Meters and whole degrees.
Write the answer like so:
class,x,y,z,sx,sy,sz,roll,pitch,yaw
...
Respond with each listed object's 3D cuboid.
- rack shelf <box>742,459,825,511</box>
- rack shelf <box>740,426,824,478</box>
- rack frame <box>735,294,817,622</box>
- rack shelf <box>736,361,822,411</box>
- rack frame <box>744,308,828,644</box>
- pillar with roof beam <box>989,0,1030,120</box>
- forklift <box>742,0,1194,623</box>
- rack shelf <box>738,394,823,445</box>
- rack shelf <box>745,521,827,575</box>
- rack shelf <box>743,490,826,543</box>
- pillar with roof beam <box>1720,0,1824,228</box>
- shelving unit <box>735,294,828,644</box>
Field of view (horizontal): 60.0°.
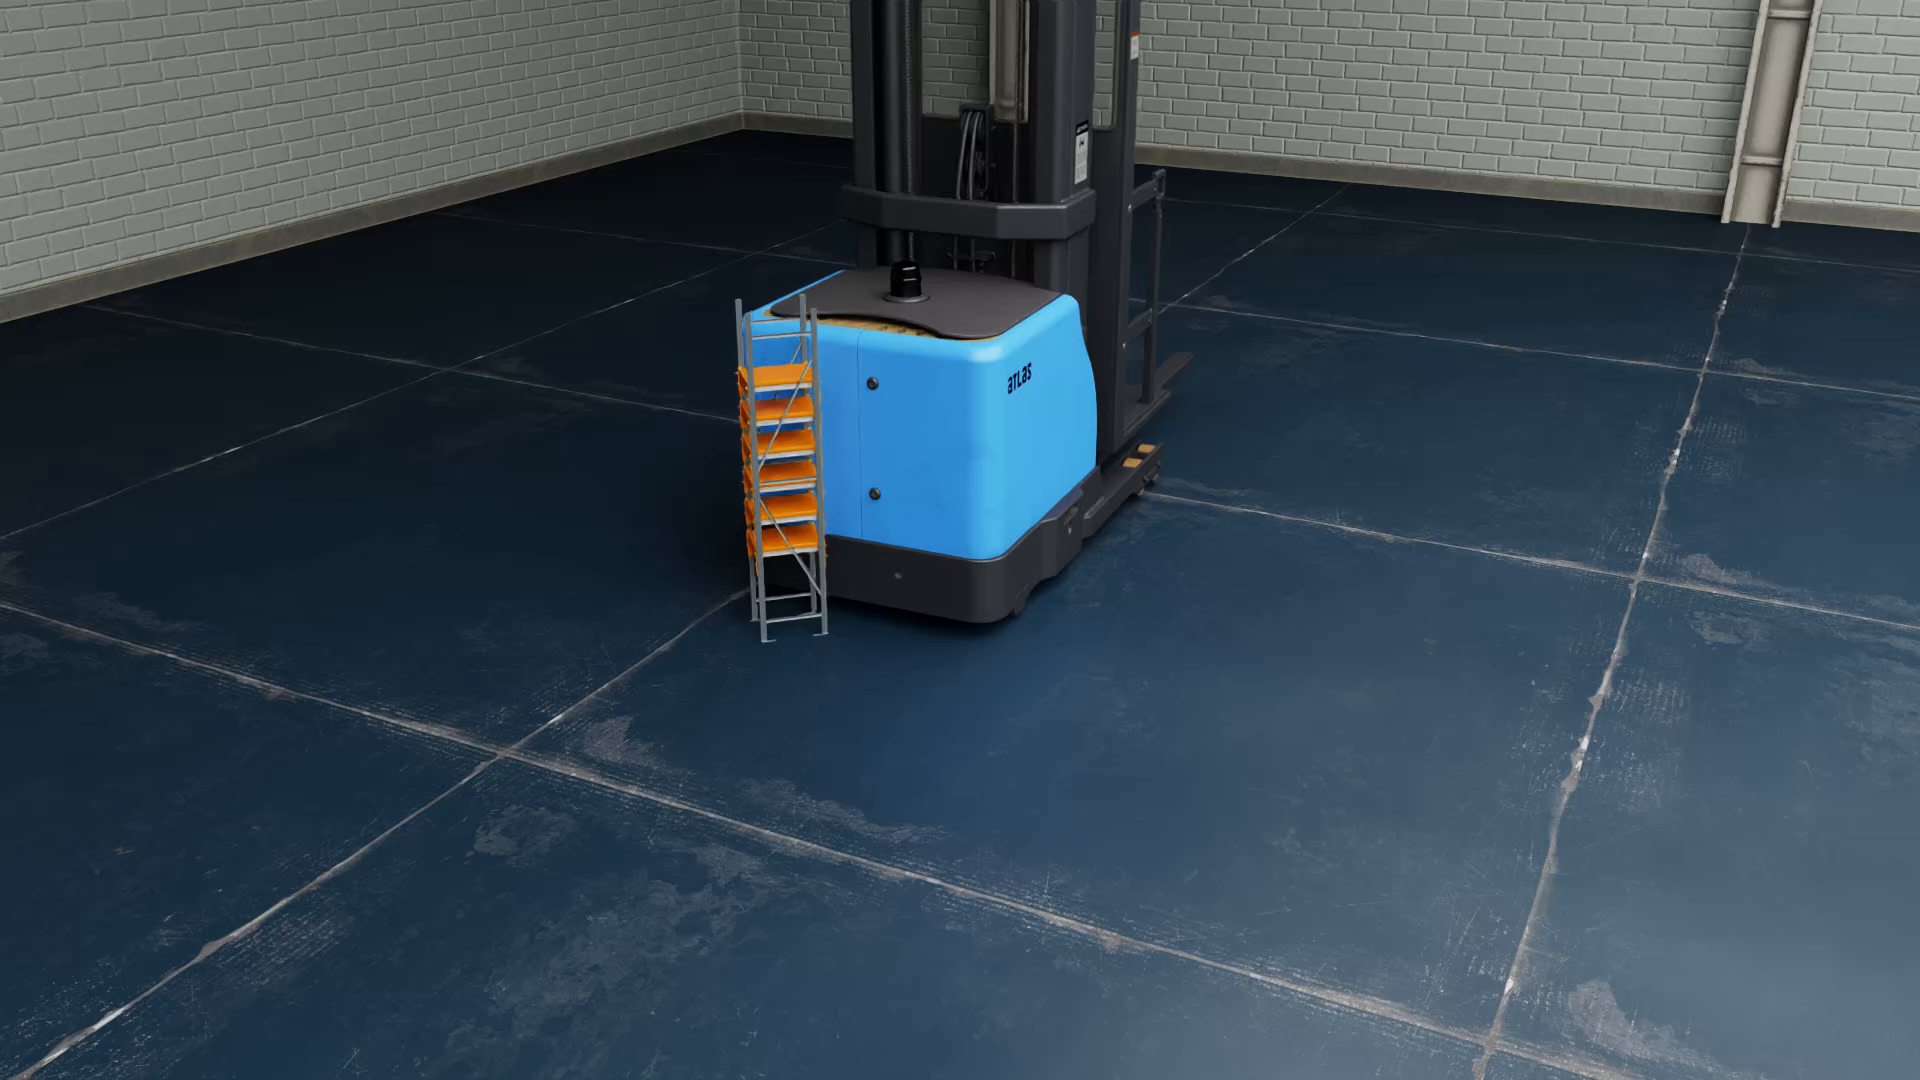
class,x,y,z,sx,sy,sz,roll,pitch,yaw
rack shelf,-0.614,-0.193,5.784,0.258,0.103,0.180,-7,24,-15
rack shelf,-0.614,-0.303,5.737,0.258,0.103,0.180,-7,24,-15
rack frame,-0.640,-0.268,5.847,0.240,1.200,0.006,-7,24,-15
rack shelf,-0.614,-0.524,5.643,0.258,0.103,0.180,-7,24,-15
rack frame,-0.588,-0.200,5.686,0.240,1.200,0.006,-7,24,-15
pillar with roof beam,-1.446,-6.057,9.495,0.400,9.000,9.100,11,25,25
forklift,0.258,-1.599,6.765,1.130,2.935,3.031,10,25,22
rack shelf,-0.614,-0.414,5.690,0.258,0.103,0.180,-7,24,-15
rack shelf,-0.614,0.028,5.878,0.258,0.103,0.180,-7,24,-15
rack shelf,-0.614,-0.083,5.831,0.258,0.103,0.180,-7,24,-15
pillar with roof beam,3.908,-4.998,7.004,0.400,9.000,9.100,11,25,25
shelving unit,-0.614,-0.234,5.767,0.258,1.200,0.189,-7,24,-15
